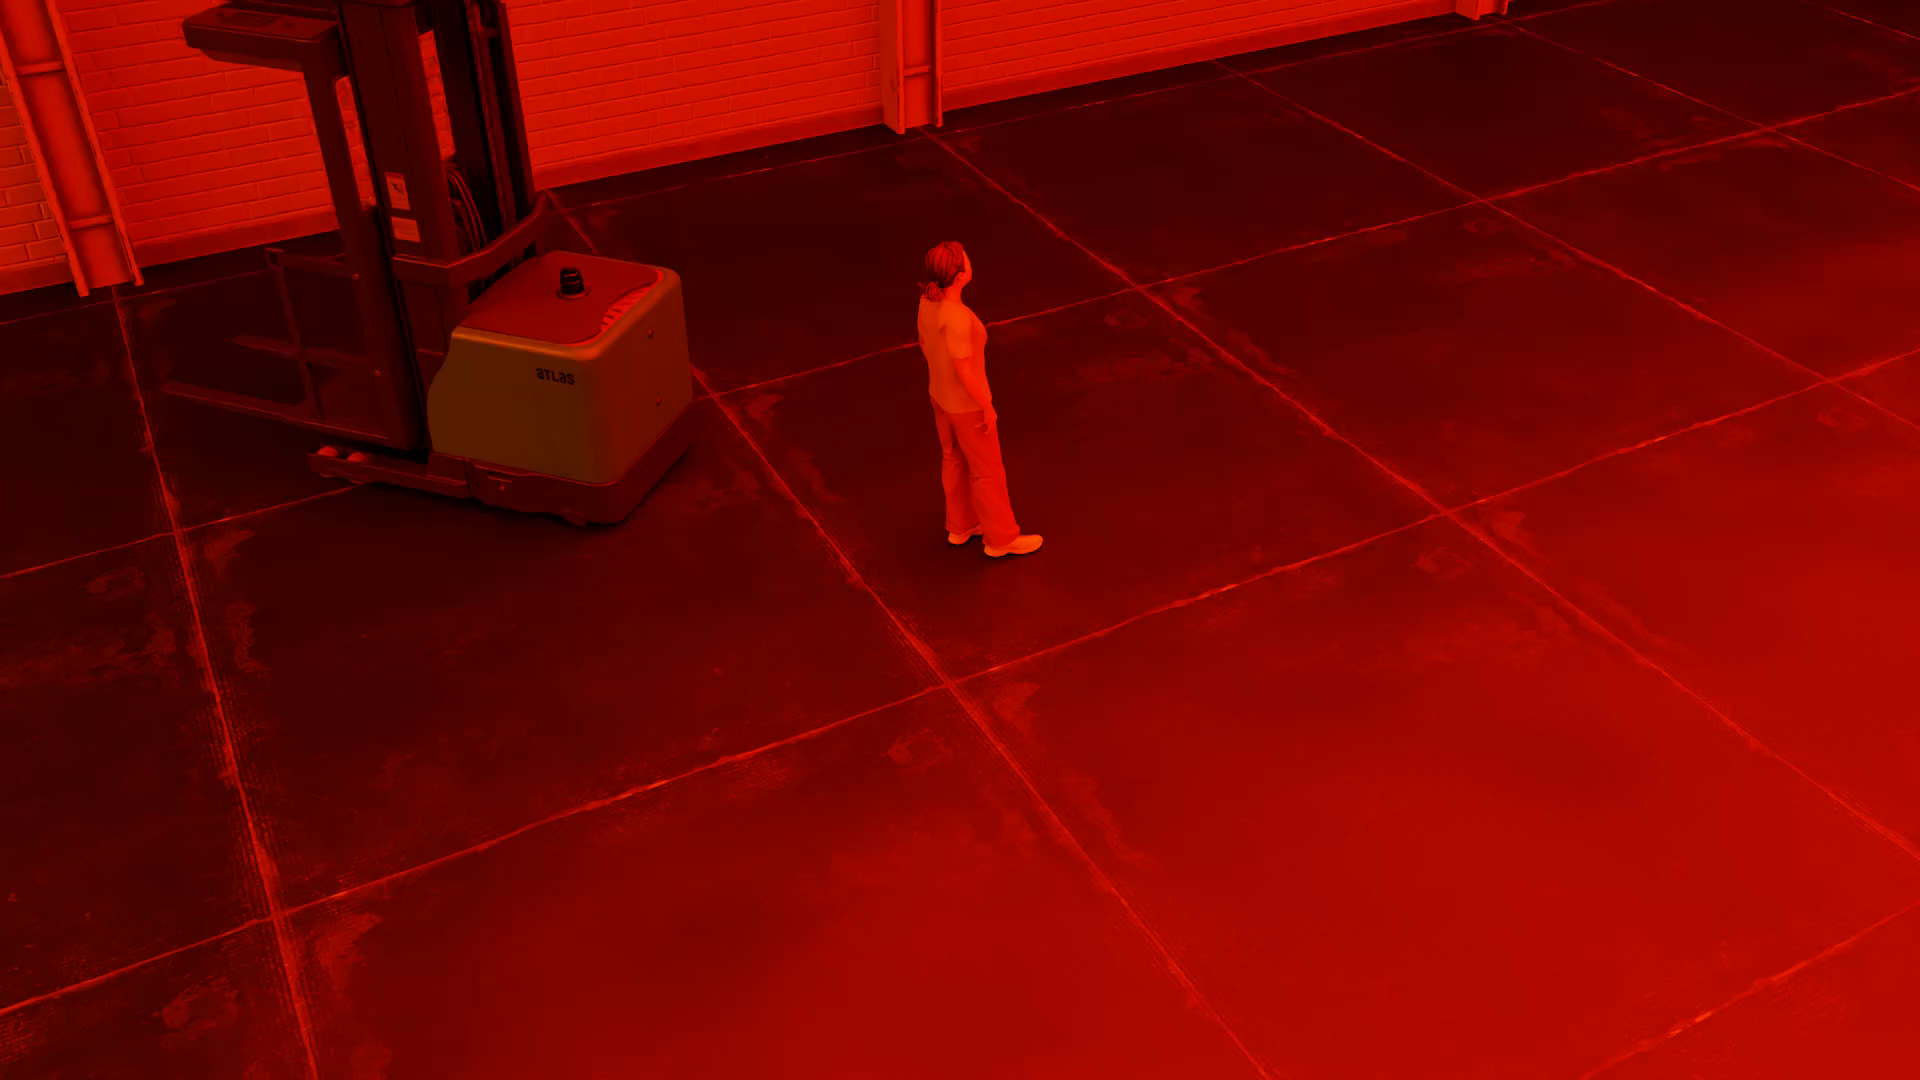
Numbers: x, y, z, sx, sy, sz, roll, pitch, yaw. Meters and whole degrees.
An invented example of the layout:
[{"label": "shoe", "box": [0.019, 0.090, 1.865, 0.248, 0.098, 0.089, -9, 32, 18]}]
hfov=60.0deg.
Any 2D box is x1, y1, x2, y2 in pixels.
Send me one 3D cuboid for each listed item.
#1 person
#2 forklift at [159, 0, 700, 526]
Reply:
[{"label": "person", "box": [0.071, -0.705, 8.195, 0.548, 1.673, 0.554, -17, 39, -23]}, {"label": "forklift", "box": [-3.042, -1.777, 8.637, 3.031, 2.935, 1.130, 11, 37, 16]}]
